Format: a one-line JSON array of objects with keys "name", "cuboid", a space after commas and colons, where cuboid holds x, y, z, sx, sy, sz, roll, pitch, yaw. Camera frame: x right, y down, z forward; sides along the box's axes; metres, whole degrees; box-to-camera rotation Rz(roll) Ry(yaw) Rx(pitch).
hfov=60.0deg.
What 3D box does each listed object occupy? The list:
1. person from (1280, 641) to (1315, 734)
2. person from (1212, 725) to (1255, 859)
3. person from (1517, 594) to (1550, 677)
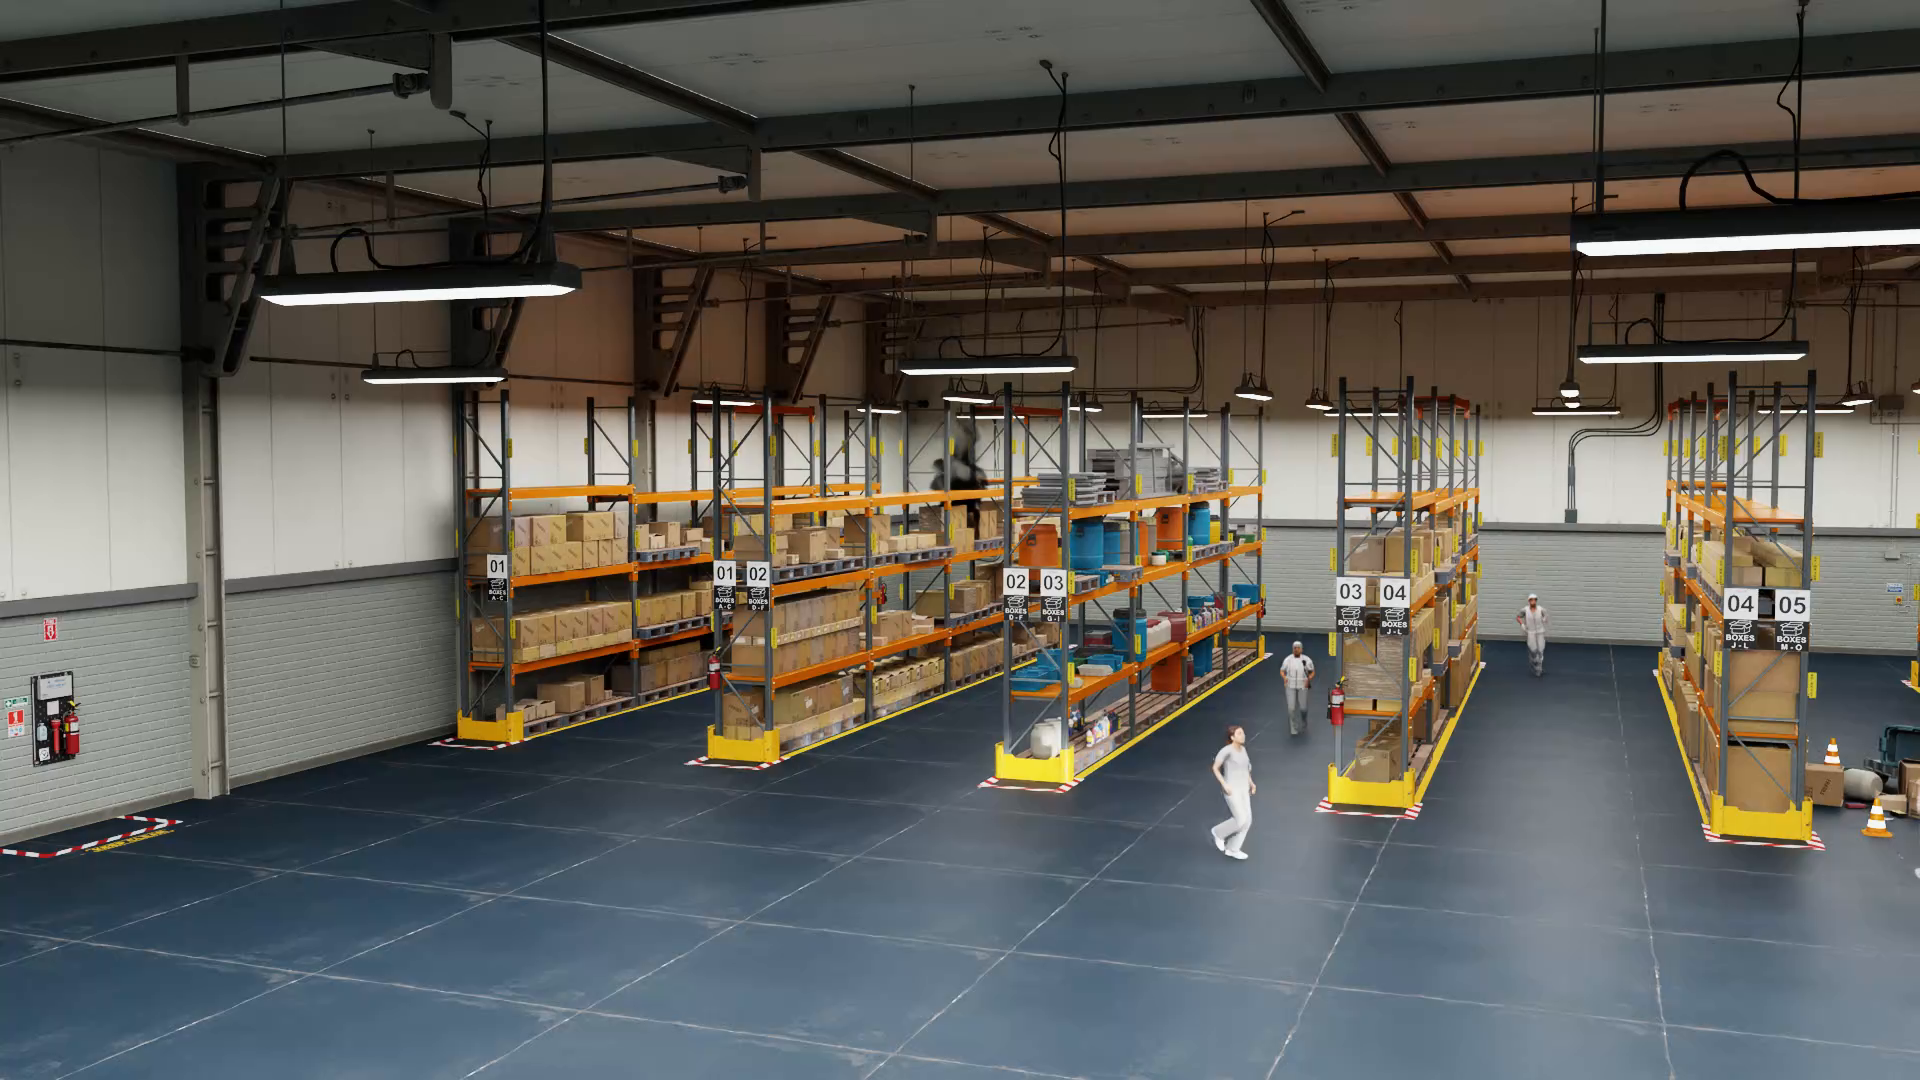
[{"name": "person", "cuboid": [5.911, 2.586, 29.180, 0.604, 1.616, 0.575, 1, 3, 15]}, {"name": "person", "cuboid": [3.346, 3.068, 20.353, 0.559, 1.632, 0.535, -3, 4, -39]}, {"name": "person", "cuboid": [12.654, 2.108, 36.657, 0.650, 1.833, 0.739, 0, 3, 8]}]
